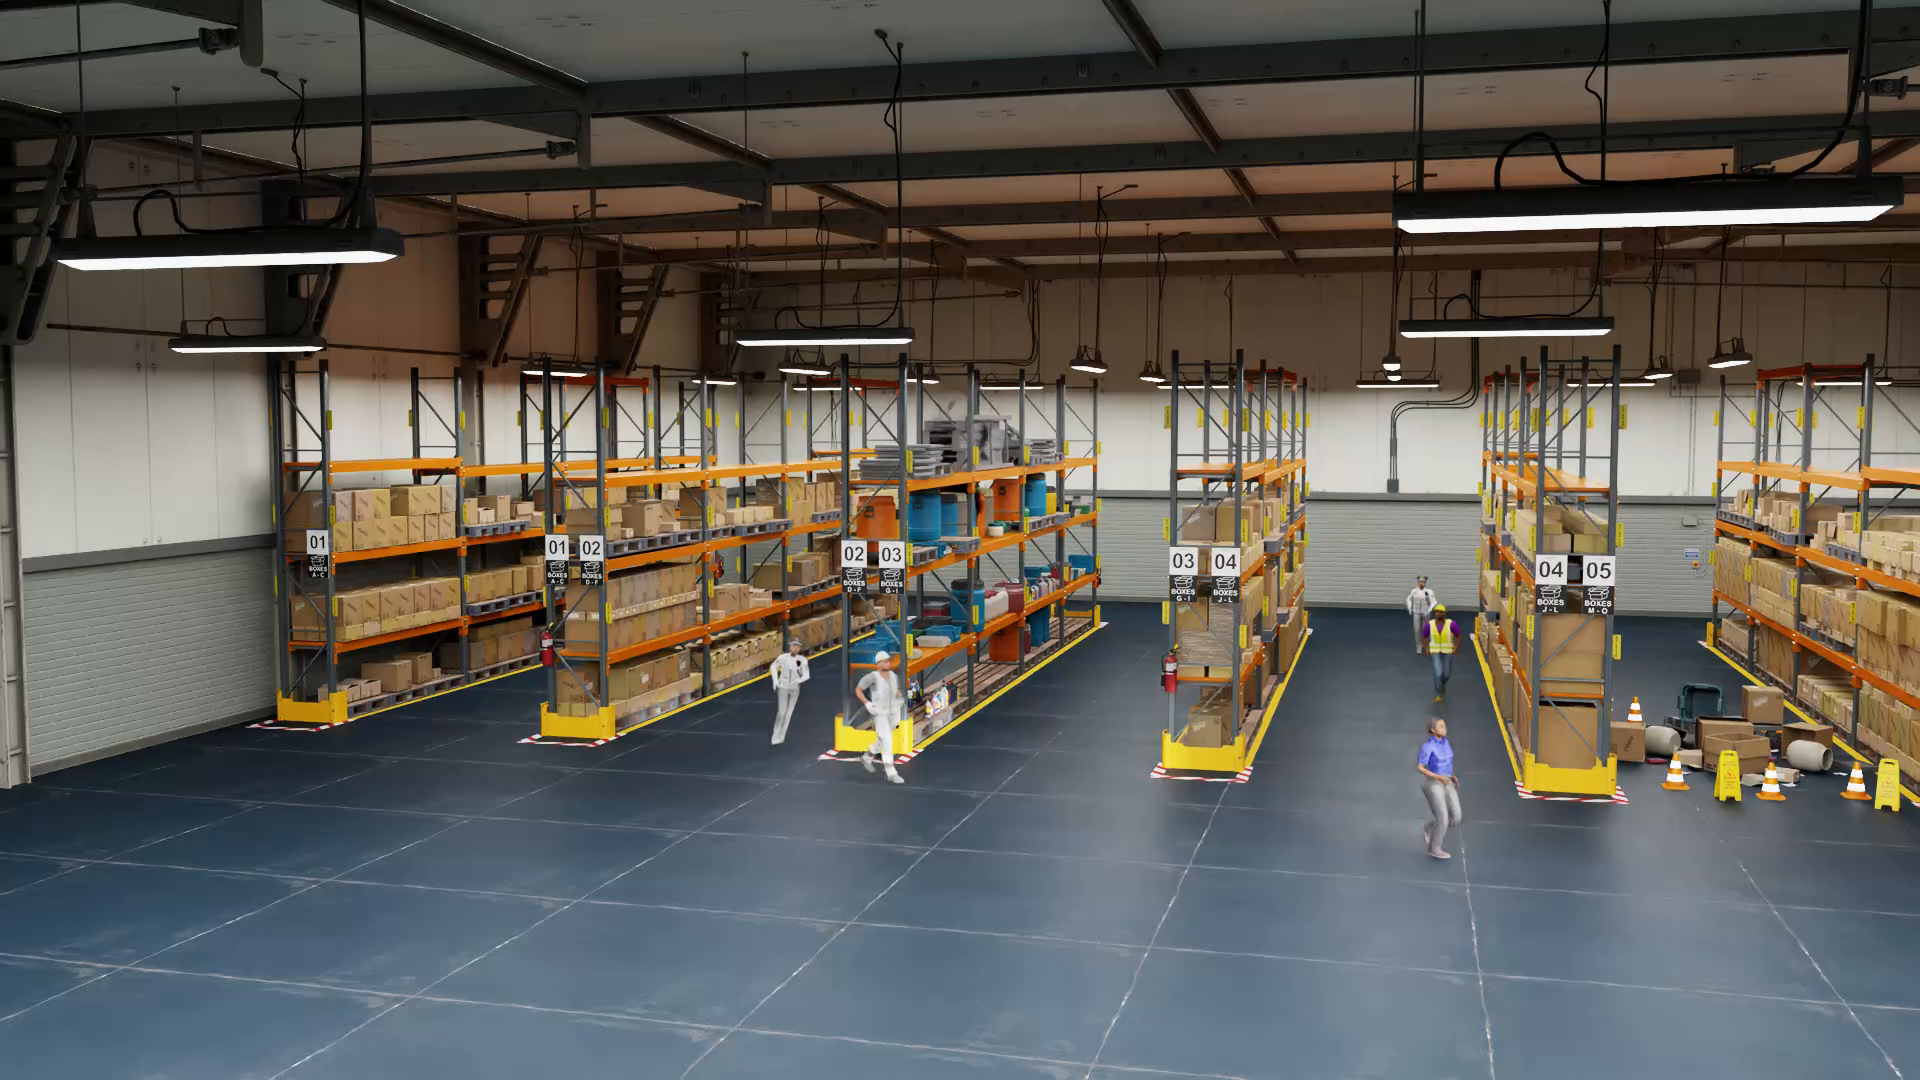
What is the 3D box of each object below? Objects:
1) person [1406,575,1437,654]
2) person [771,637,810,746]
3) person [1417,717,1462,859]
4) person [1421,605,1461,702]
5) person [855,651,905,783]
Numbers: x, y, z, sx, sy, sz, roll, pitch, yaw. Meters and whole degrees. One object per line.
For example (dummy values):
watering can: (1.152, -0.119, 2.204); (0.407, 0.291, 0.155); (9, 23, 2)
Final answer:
person: (9.958, 1.587, 35.916); (0.643, 1.663, 0.799); (1, 4, 19)
person: (-2.632, 2.332, 25.726); (0.604, 1.681, 0.630); (-1, 4, -12)
person: (5.481, 2.829, 19.040); (0.572, 1.605, 0.578); (-3, 5, -36)
person: (8.584, 2.012, 29.687); (0.693, 1.732, 0.561); (1, 4, 18)
person: (-1.085, 2.422, 23.036); (0.920, 1.779, 0.666); (4, 6, 43)
